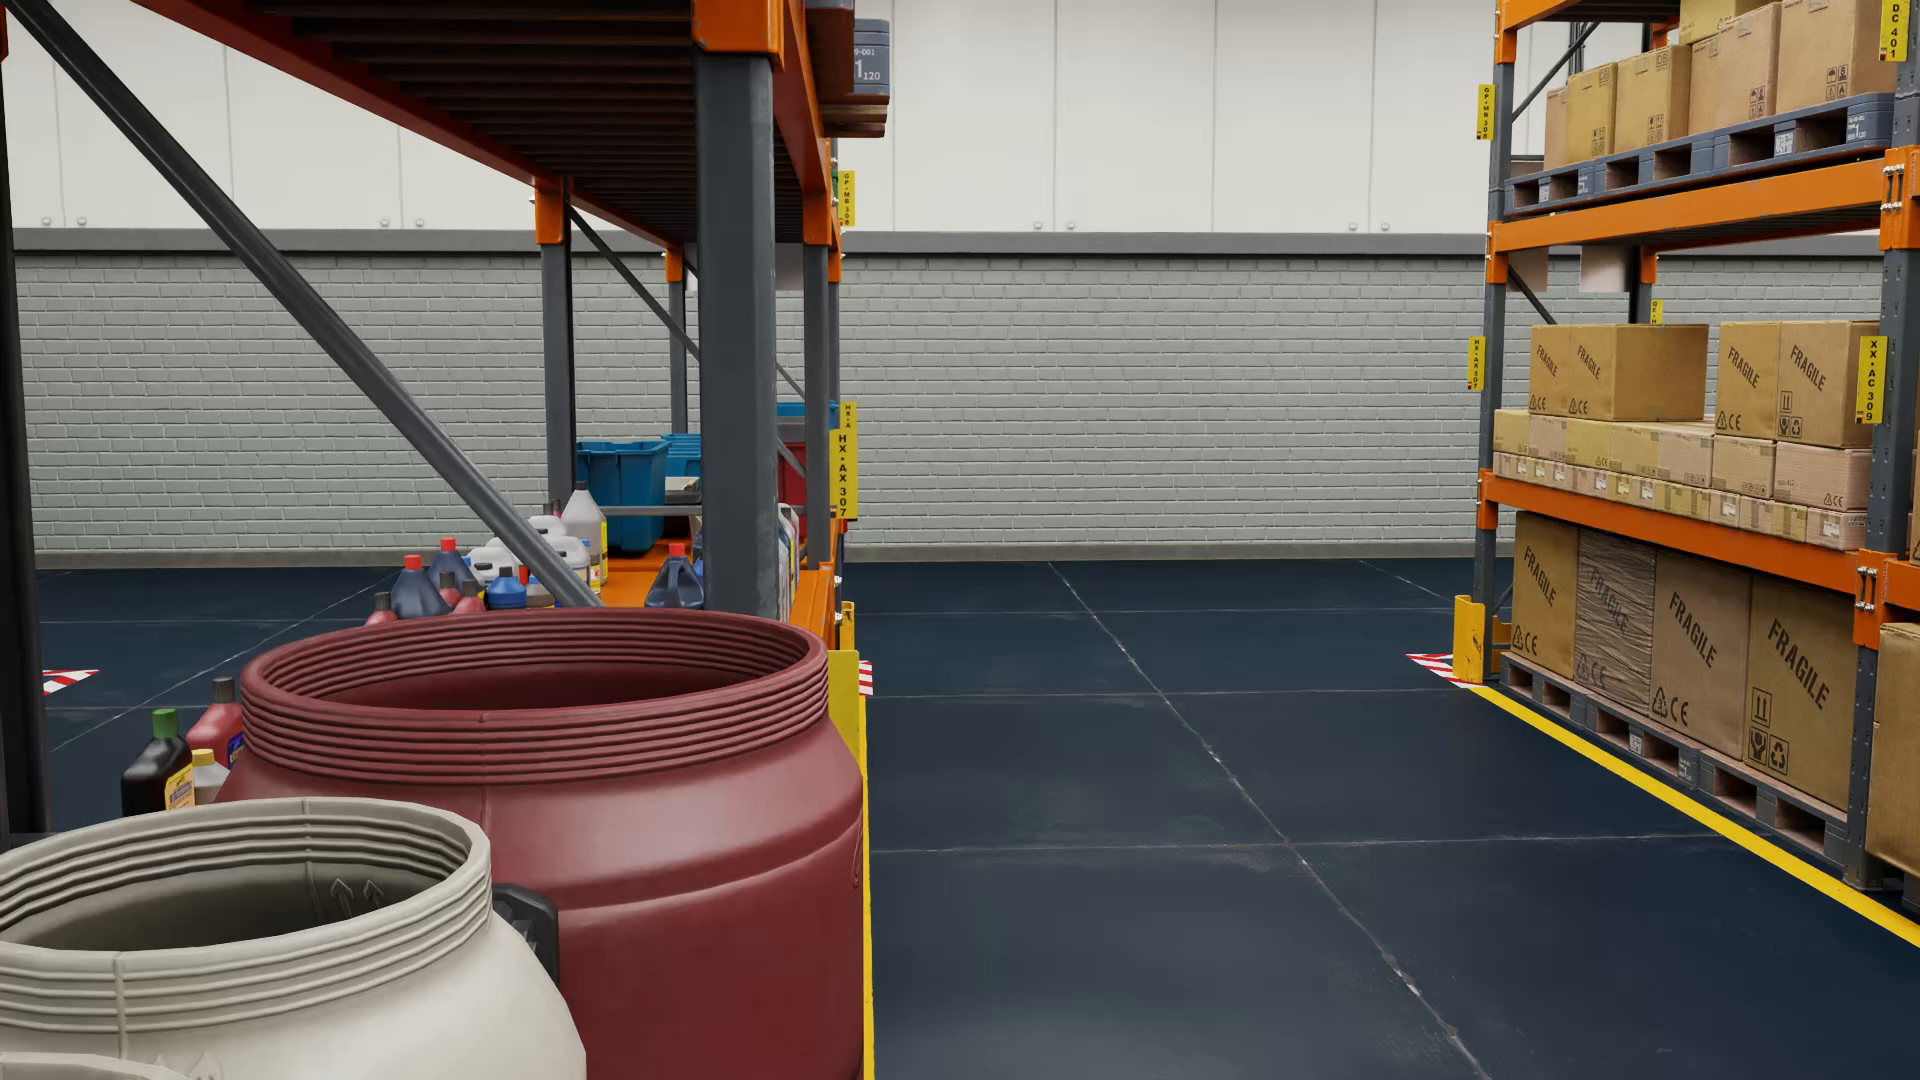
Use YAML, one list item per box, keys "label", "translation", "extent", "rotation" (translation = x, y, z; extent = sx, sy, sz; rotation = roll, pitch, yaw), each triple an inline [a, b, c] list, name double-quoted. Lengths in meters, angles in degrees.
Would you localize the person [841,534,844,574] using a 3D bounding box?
- label: "person"
  translation: [-1.086, -0.203, 12.521]
  extent: [0.434, 1.646, 0.529]
  rotation: [0, 7, -4]
